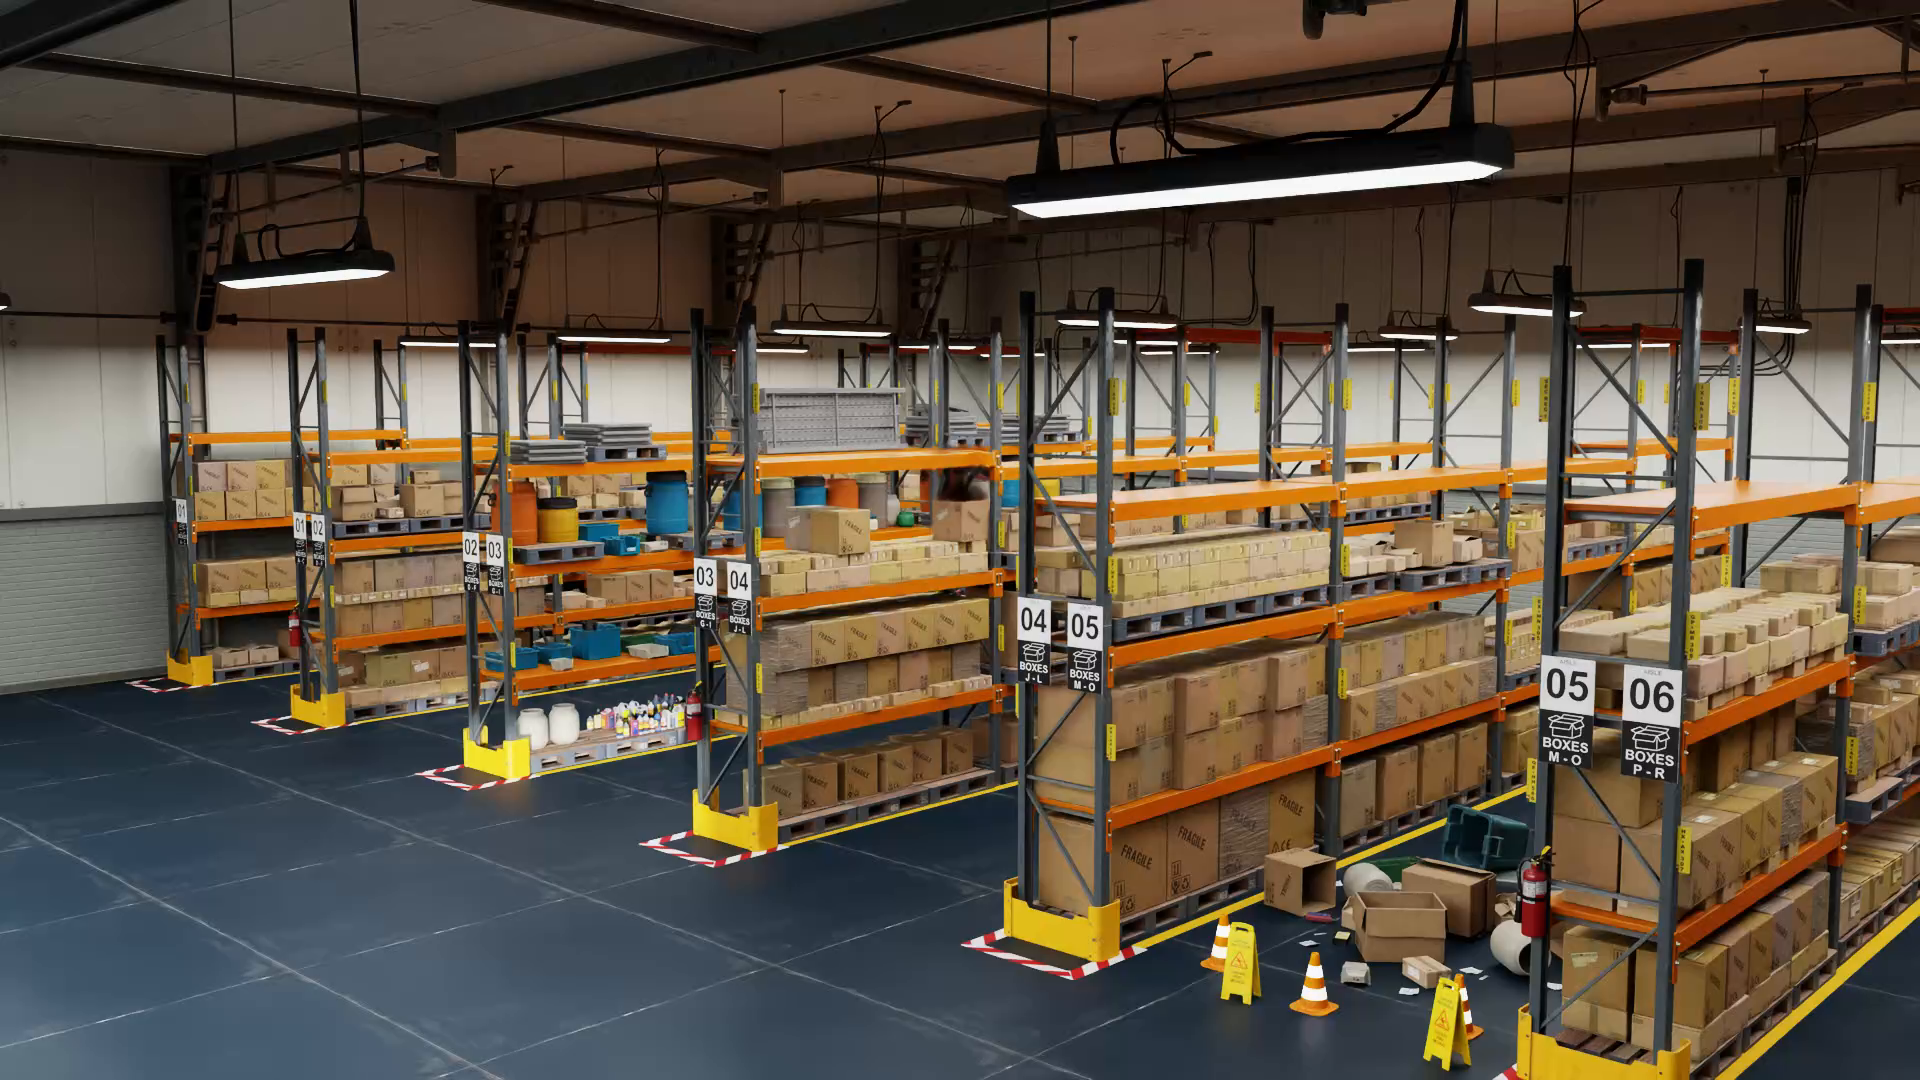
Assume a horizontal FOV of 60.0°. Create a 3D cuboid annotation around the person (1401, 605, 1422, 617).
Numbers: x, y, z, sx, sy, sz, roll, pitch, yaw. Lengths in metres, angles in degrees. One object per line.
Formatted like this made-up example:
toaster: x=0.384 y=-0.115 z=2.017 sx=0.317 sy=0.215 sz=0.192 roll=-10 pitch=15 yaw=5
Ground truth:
person: x=7.323 y=1.795 z=26.554 sx=0.641 sy=1.829 sz=0.368 roll=-1 pitch=6 yaw=-15
